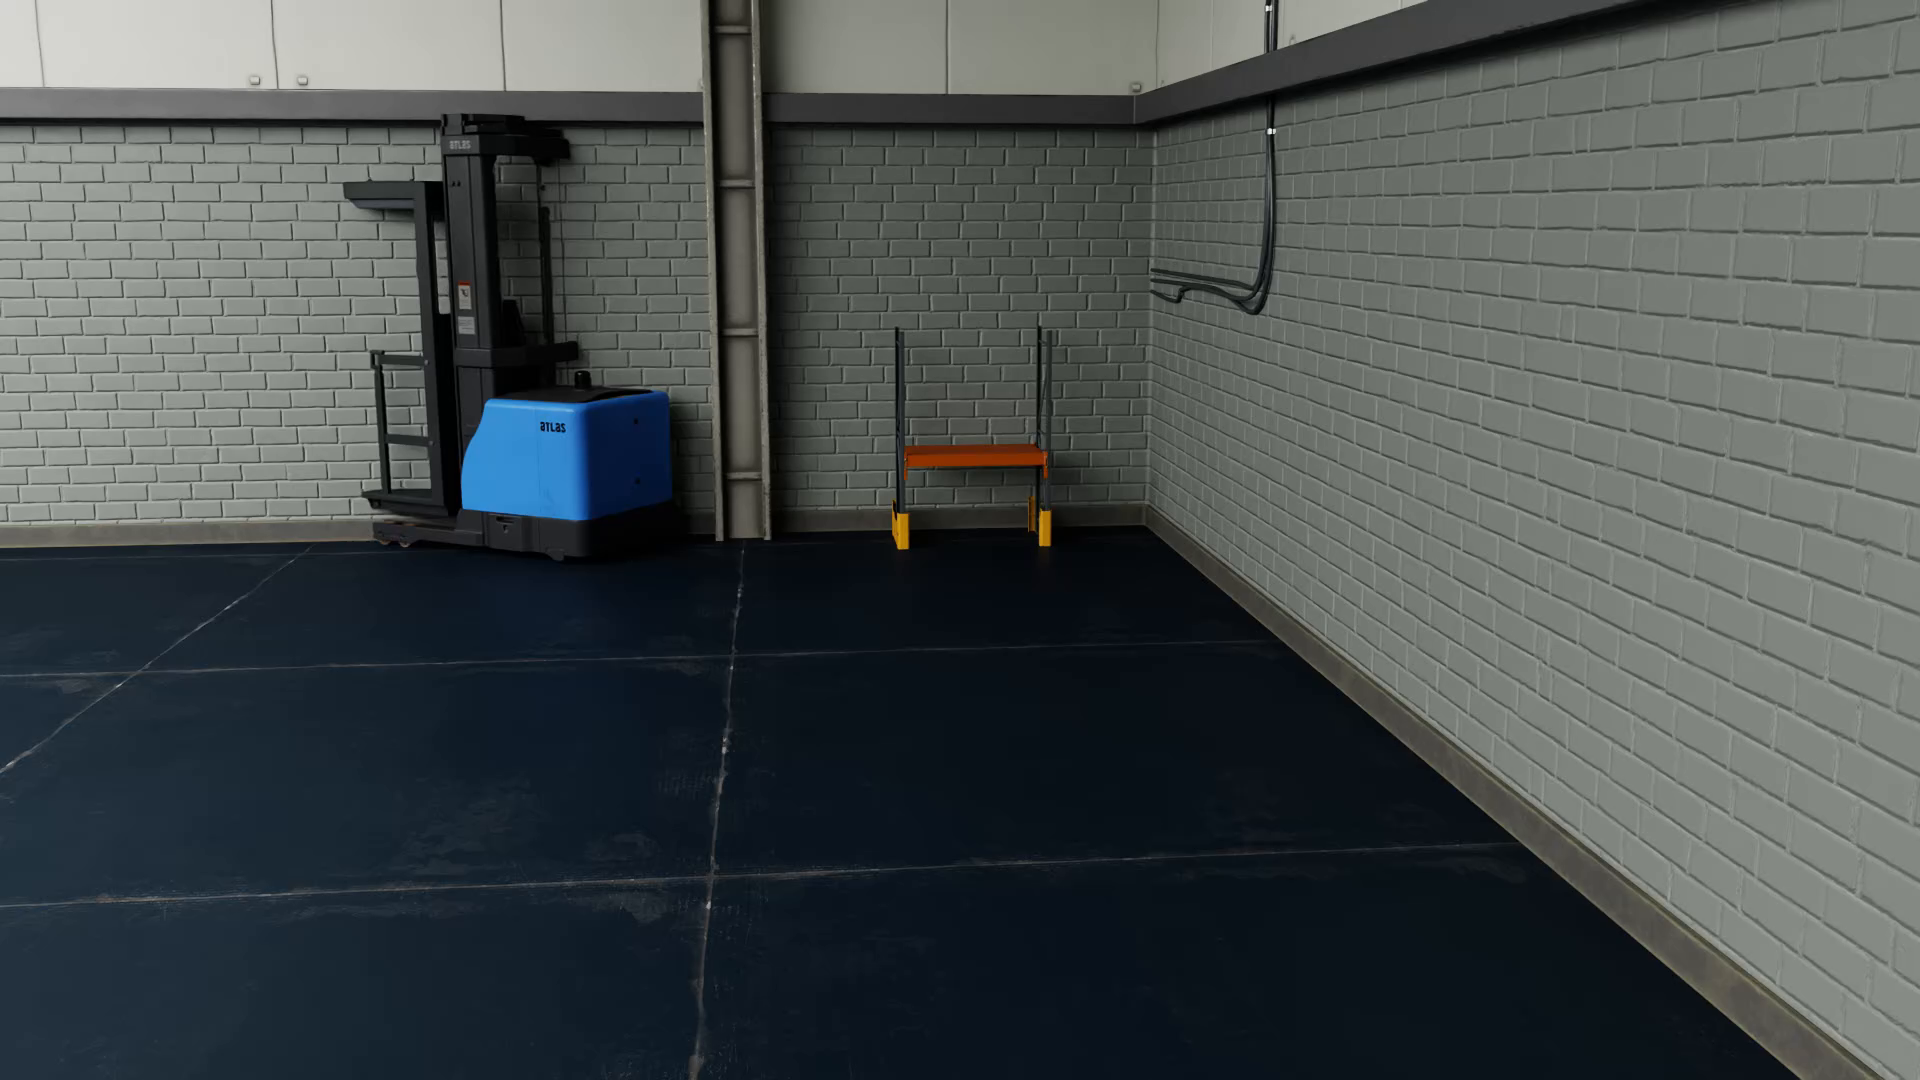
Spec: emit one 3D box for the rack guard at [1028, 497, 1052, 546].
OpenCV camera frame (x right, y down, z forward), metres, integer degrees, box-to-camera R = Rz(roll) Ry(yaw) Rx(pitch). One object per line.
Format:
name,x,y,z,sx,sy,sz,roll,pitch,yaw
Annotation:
rack guard,0.571,-0.135,11.905,0.087,0.250,0.587,-1,11,-6

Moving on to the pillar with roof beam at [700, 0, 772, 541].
pillar with roof beam,-1.093,-3.617,6.941,0.400,9.000,9.100,-1,11,-6

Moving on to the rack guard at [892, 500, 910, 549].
rack guard,-0.419,-0.114,11.799,0.087,0.250,0.587,-1,11,-6

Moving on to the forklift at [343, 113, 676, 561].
forklift,-3.558,-1.473,11.764,3.031,2.935,1.130,6,12,27

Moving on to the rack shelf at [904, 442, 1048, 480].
rack shelf,0.085,-0.561,11.767,1.000,0.185,0.538,-1,11,-6

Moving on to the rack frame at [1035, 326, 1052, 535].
rack frame,0.590,-0.748,11.786,0.032,1.500,0.500,-1,11,-6

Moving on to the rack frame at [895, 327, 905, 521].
rack frame,-0.421,-0.727,11.678,0.032,1.500,0.500,-1,11,-6

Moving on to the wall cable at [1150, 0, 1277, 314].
wall cable,1.514,-2.727,10.462,0.112,2.526,3.097,-1,11,-6

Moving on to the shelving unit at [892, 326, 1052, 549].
shelving unit,0.076,-0.738,11.731,1.083,1.500,0.587,-1,11,-6
